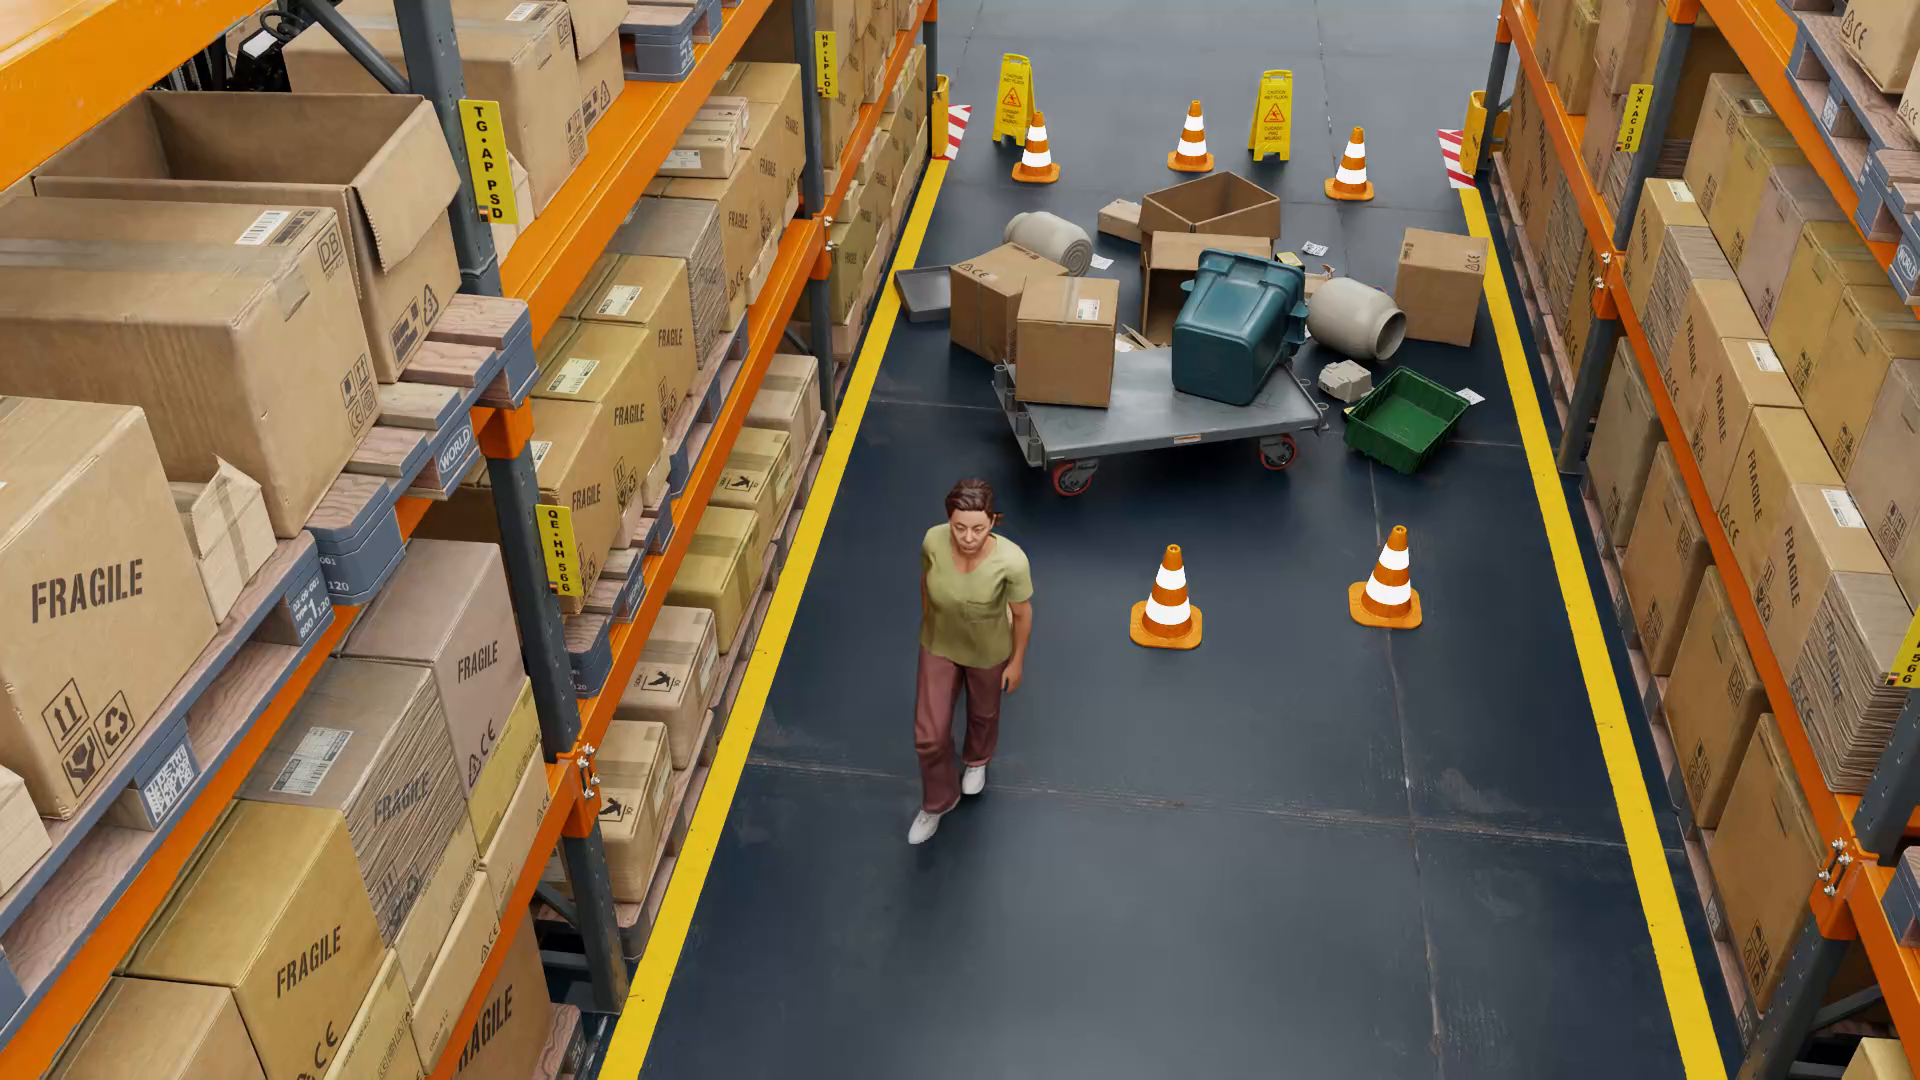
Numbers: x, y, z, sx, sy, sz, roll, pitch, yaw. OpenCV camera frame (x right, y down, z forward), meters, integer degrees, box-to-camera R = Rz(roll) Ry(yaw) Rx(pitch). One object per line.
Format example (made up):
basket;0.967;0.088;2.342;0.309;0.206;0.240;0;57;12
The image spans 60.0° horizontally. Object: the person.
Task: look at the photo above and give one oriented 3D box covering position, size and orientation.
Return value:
person;0.052;0.430;6.472;0.471;1.693;0.576;7;37;9
